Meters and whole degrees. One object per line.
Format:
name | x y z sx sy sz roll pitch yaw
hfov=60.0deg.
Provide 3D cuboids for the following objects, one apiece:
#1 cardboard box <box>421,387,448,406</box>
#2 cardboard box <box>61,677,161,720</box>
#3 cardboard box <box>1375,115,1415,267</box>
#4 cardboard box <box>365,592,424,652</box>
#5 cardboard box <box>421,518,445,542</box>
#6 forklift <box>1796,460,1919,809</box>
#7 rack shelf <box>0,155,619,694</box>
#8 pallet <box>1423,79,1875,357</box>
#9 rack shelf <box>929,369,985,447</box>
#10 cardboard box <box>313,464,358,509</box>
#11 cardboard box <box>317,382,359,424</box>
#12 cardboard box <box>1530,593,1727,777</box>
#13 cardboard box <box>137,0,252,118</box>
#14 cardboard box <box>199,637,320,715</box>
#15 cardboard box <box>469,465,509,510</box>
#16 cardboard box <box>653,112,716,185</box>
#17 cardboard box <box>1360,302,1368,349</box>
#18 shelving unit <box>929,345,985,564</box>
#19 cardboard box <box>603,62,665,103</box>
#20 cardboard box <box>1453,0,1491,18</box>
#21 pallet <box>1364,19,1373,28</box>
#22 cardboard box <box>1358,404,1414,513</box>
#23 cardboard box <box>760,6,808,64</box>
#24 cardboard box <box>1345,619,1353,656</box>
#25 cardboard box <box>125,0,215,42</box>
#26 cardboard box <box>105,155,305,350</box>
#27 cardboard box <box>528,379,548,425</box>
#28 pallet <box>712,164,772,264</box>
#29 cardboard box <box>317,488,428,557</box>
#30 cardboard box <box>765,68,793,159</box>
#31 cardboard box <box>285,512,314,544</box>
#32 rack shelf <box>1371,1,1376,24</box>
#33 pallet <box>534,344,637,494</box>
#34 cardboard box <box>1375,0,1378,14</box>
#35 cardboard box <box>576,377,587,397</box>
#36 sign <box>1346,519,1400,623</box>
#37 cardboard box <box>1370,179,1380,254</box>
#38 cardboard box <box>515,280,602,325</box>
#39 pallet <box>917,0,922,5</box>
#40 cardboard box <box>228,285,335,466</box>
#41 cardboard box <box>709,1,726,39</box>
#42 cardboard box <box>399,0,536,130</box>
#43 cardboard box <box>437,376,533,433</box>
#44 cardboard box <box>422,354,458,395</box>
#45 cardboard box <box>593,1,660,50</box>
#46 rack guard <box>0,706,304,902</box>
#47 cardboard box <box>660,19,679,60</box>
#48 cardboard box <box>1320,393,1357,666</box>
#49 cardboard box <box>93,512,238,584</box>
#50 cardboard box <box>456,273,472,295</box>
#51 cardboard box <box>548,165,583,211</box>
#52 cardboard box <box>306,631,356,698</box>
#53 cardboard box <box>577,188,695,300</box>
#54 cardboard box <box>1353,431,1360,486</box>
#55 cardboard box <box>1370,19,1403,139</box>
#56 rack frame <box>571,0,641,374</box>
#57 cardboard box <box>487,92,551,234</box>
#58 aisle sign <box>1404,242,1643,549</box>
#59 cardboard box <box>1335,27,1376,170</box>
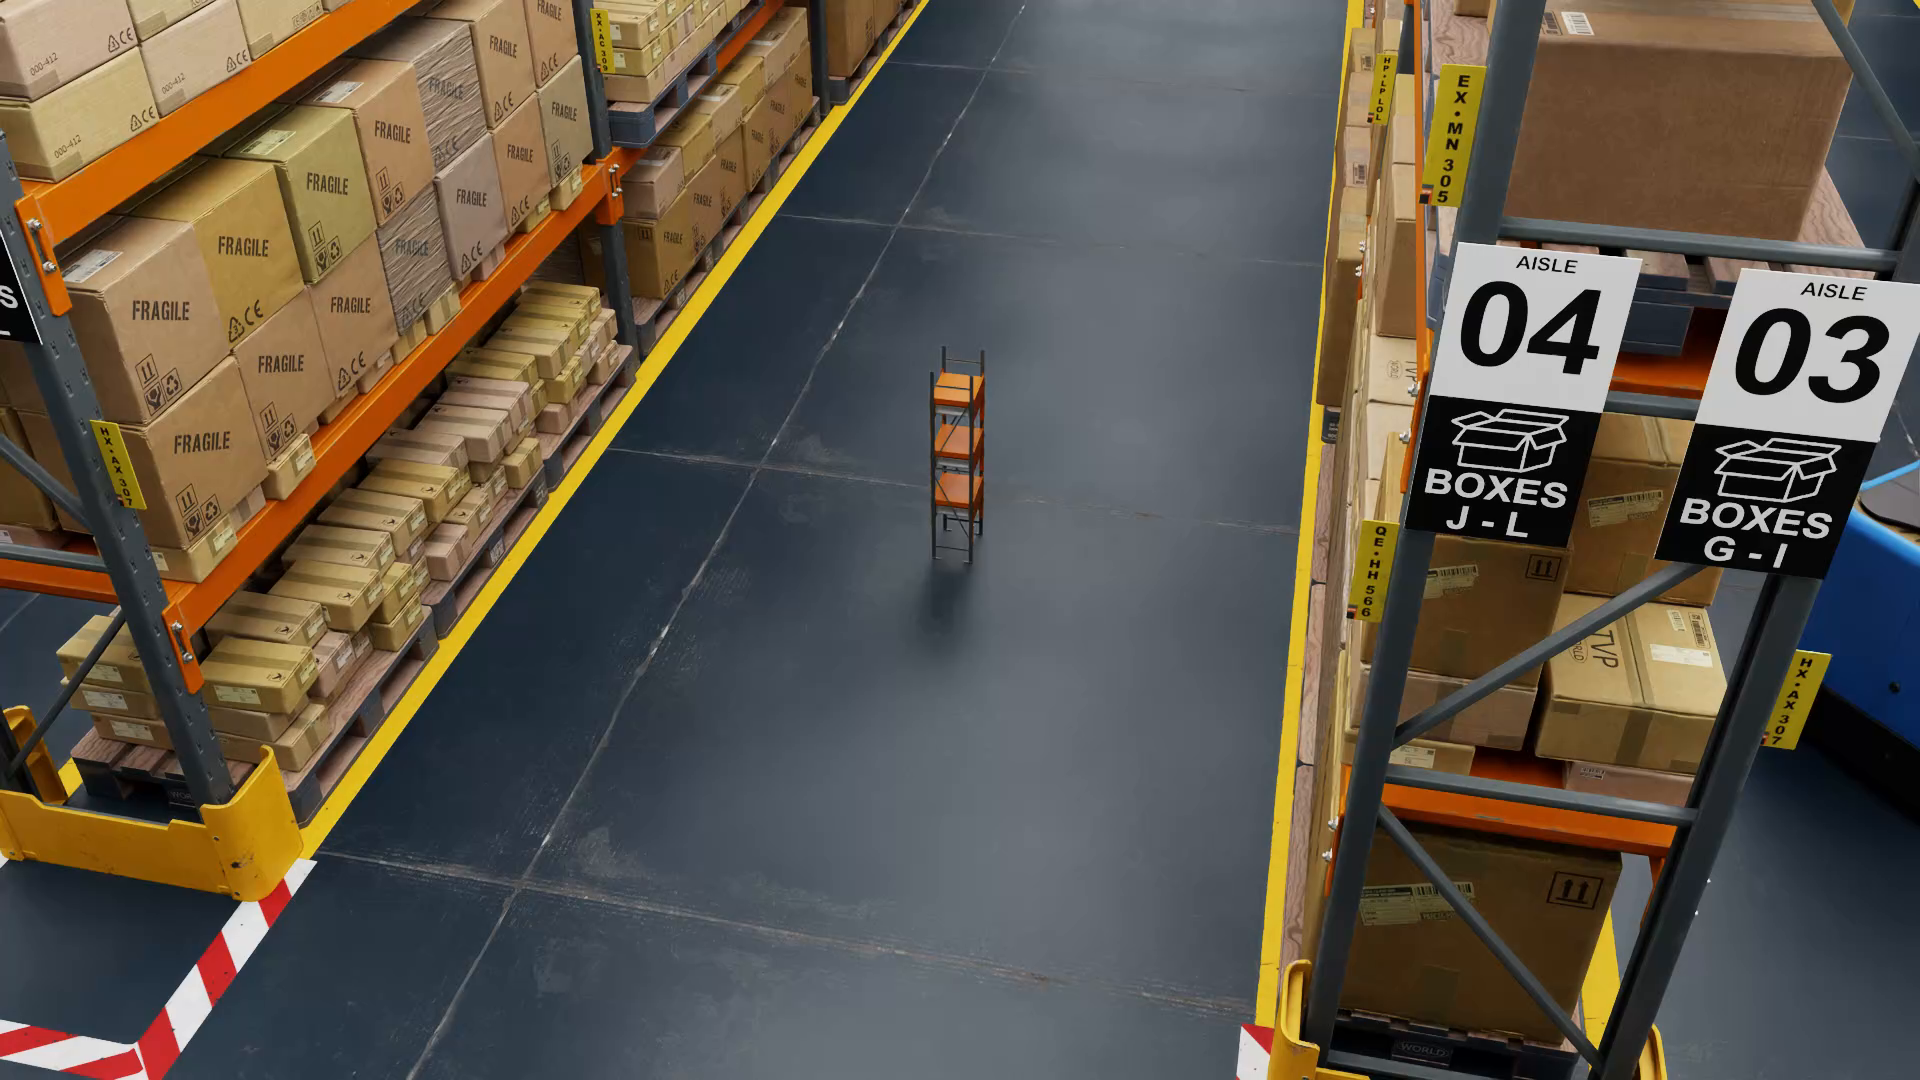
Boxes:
cardboard box | -2.785 -0.761 8.561 0.380 0.149 0.250 6 36 8
cardboard box | -3.371 0.572 6.723 0.380 0.149 0.250 6 36 9
cardboard box | 2.008 -1.407 6.870 0.500 0.500 0.500 7 37 10
cardboard box | -2.597 0.334 7.305 0.380 0.149 0.250 8 37 11
cardboard box | -2.621 -0.118 7.674 0.380 0.149 0.250 9 37 12
forklift | 4.990 -0.659 6.662 3.031 2.935 1.130 -18 40 -23
rack shelf | -2.778 -0.809 7.424 1.077 0.370 4.000 7 37 10
pallet | 1.767 -0.880 4.427 1.003 0.211 1.213 7 37 10
rack shelf | -0.011 -0.616 7.739 0.215 0.259 0.240 7 37 10
cardboard box | -3.014 -0.286 7.653 0.380 0.149 0.250 6 36 8
cardboard box | -2.689 -0.614 6.755 0.380 0.149 0.250 7 37 10
cardboard box | 1.985 0.425 4.982 0.500 0.250 0.500 6 36 9
cardboard box | -2.743 -1.634 5.521 0.500 0.250 0.500 8 37 11
cardboard box | -2.762 0.532 6.525 0.380 0.149 0.250 6 36 8
cardboard box | -2.444 -0.261 8.125 0.380 0.149 0.250 8 37 11
cardboard box | -1.824 -2.405 10.145 0.500 0.250 0.500 8 37 11
cardboard box | 1.919 -0.885 7.129 0.380 0.149 0.250 6 36 9
shelving unit | -0.011 -0.394 7.900 0.215 1.050 0.252 7 37 10
cardboard box | -1.818 -2.484 8.977 0.380 0.149 0.250 6 36 8
cardboard box | 1.995 -1.987 5.352 0.700 0.500 0.500 9 37 12
pallet | 3.758 -3.877 13.419 1.003 0.211 1.213 7 37 10
cardboard box | 1.680 -0.228 5.882 0.500 0.250 0.500 6 36 8
cardboard box | -1.387 -3.577 11.762 0.500 0.250 0.500 6 36 9
cardboard box | 1.482 0.288 5.510 0.380 0.149 0.250 7 37 10
cardboard box | -2.747 -1.829 5.363 0.500 0.250 0.500 7 36 9
cardboard box | -2.749 -1.034 5.930 0.500 0.500 0.500 8 37 11
cardboard box | -2.343 -0.719 8.504 0.380 0.149 0.250 8 37 10
pallet | -1.928 -2.266 11.197 1.003 0.211 1.213 7 37 10
cardboard box | -2.601 -0.080 7.369 0.380 0.149 0.250 9 37 12
cardboard box | -1.496 -2.991 11.593 0.500 0.500 0.500 9 37 12
cardboard box | -3.164 -0.025 7.547 0.380 0.149 0.250 8 37 11
rack shelf | 3.754 -4.716 12.814 1.077 0.370 4.000 7 37 10
pallet | -2.460 -0.729 9.075 1.003 0.211 1.213 7 37 10
cardboard box | 2.958 -3.657 10.654 0.500 0.500 0.500 8 37 11
cardboard box | -2.239 -0.857 8.948 0.380 0.149 0.250 8 37 11
sign | 1.091 0.085 4.388 0.100 0.325 0.005 7 37 10
cardboard box | 2.117 -1.391 7.487 0.500 0.250 0.500 7 36 9
cardboard box | -2.173 -1.267 9.007 0.380 0.149 0.250 8 37 11
pallet | -0.733 -5.253 15.317 1.003 0.211 1.213 7 37 10
cardboard box | -2.750 -0.648 6.249 0.500 0.500 0.500 7 37 10
cardboard box | -1.598 -3.076 9.794 0.380 0.149 0.250 6 36 8
cardboard box | -2.292 -2.212 7.556 0.500 0.500 0.500 6 36 8
cardboard box | -2.334 -0.666 8.178 0.380 0.149 0.250 6 36 8
cardboard box | -2.783 -0.878 8.470 0.380 0.149 0.250 6 36 9
cardboard box | -1.818 -2.725 8.802 0.380 0.149 0.250 9 37 12
rack guard | -3.189 1.015 6.424 1.175 0.500 0.348 7 37 10
cardboard box | -1.764 -2.753 9.095 0.380 0.149 0.250 7 36 9
cardboard box | 2.062 0.007 7.137 0.875 0.875 0.875 7 37 10
cardboard box | -2.816 0.003 5.904 0.380 0.149 0.250 7 37 10
cardboard box | -2.462 -1.202 7.566 0.380 0.149 0.250 7 36 9
cardboard box | -2.132 -1.791 8.379 0.380 0.149 0.250 6 36 9
cardboard box | -2.729 0.492 6.833 0.380 0.149 0.250 7 37 10
cardboard box | -1.934 -1.795 9.943 0.500 0.500 0.500 9 37 12
cardboard box | 1.700 -0.294 6.314 0.380 0.149 0.250 8 37 11
cardboard box | 2.523 -2.494 9.049 0.500 0.500 0.500 7 37 9
rack frame | -2.351 -2.247 8.794 1.000 3.000 0.127 7 37 10
cardboard box | -2.290 -1.798 7.836 0.500 0.500 0.500 6 36 9
aisle sign | 1.310 -0.323 3.925 0.394 0.787 0.004 7 37 10
cardboard box | 3.160 -2.777 10.979 1.225 0.875 0.875 6 36 8
